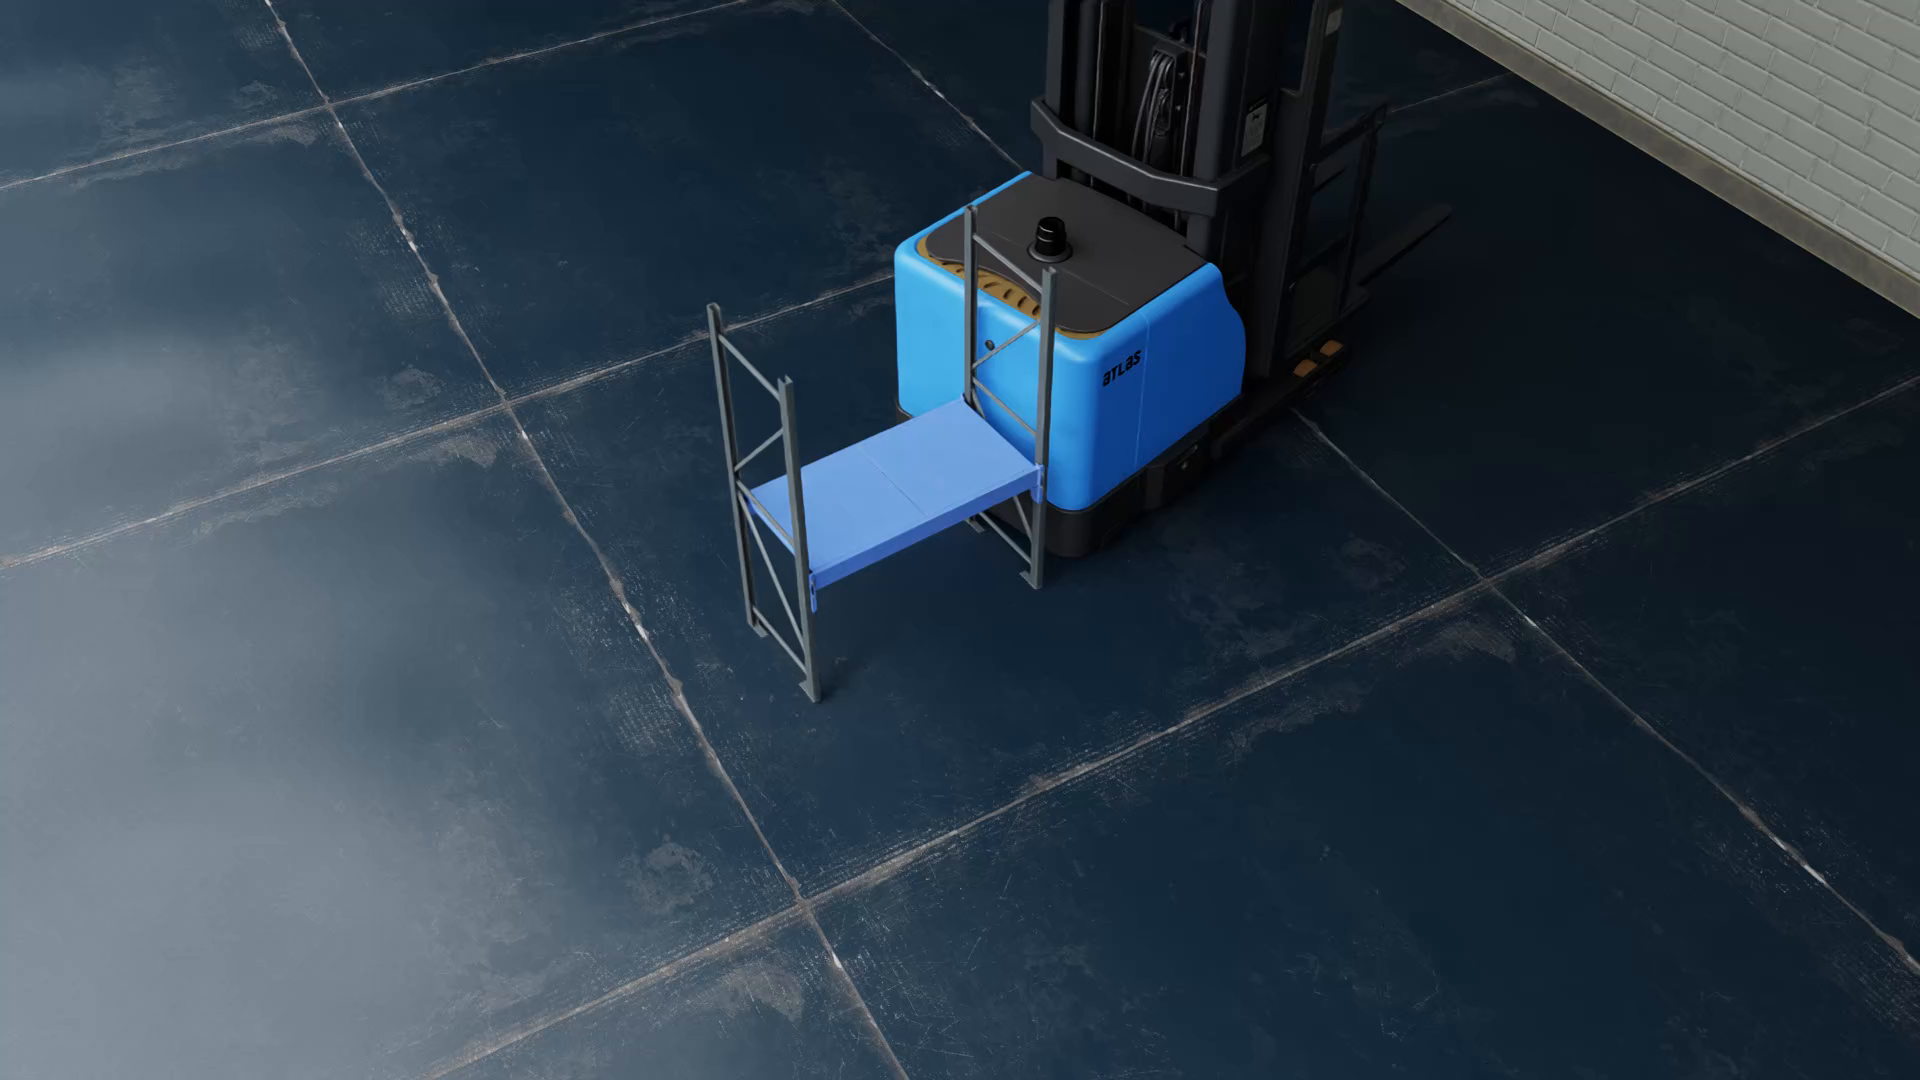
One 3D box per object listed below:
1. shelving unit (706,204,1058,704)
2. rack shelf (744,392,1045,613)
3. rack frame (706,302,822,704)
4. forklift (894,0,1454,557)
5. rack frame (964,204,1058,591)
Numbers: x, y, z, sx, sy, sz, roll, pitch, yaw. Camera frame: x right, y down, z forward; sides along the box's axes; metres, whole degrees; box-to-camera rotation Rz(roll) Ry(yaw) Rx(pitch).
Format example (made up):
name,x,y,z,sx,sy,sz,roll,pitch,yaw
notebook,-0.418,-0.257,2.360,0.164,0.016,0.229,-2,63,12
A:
name,x,y,z,sx,sy,sz,roll,pitch,yaw
shelving unit,-0.248,-0.286,5.968,1.048,1.500,0.538,-26,50,-24
rack shelf,-0.248,-0.157,6.093,1.000,0.185,0.538,-26,50,-24
rack frame,-0.666,-0.084,5.760,0.032,1.500,0.500,-26,50,-24
forklift,1.115,-1.912,6.616,1.130,2.935,3.031,34,53,30
rack frame,0.169,-0.487,6.175,0.032,1.500,0.500,-26,50,-24
